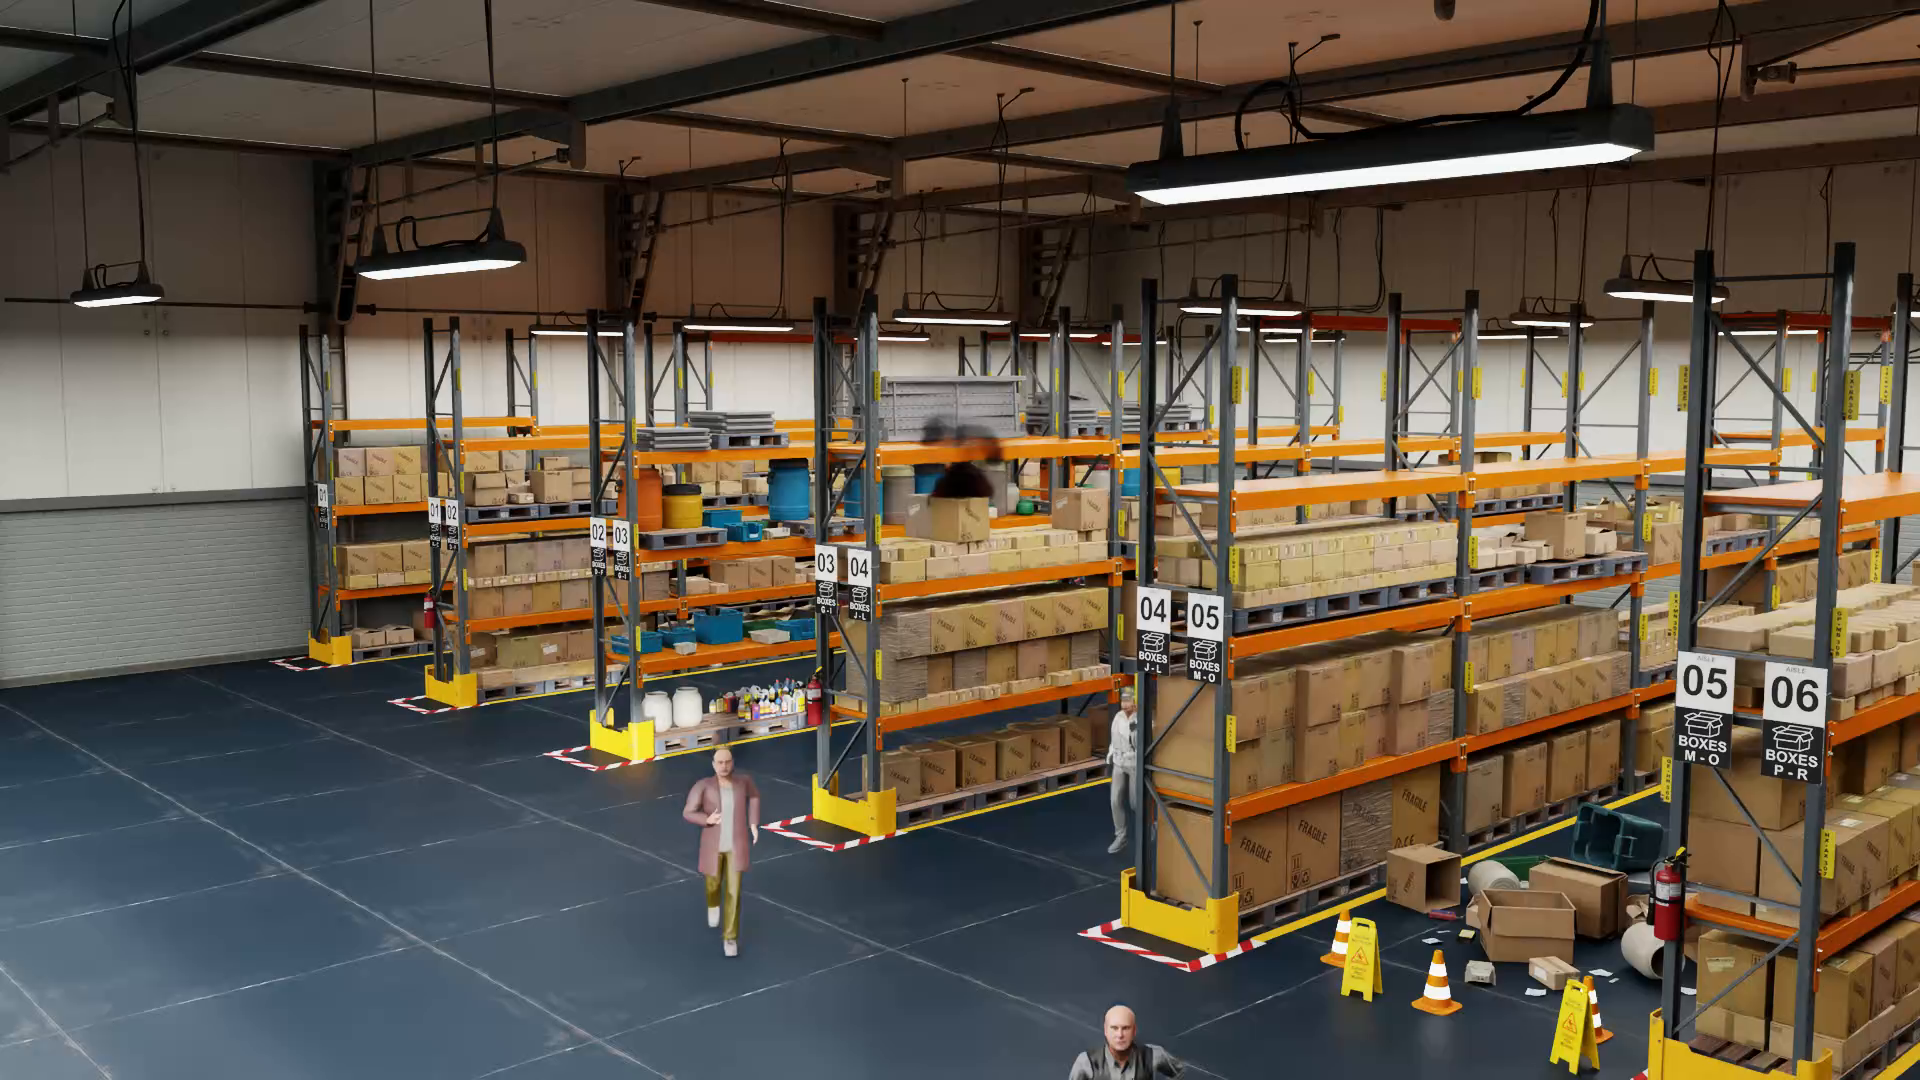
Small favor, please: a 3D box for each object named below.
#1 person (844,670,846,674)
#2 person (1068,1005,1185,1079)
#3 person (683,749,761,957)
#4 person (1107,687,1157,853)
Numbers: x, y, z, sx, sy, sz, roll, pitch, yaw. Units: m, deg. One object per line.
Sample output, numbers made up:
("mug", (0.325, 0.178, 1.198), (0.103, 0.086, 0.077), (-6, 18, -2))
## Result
("person", (-1.659, 1.435, 28.633), (0.605, 1.637, 0.936), (4, 7, 37))
("person", (0.890, 3.330, 9.146), (0.687, 1.629, 0.845), (1, 6, 6))
("person", (-2.135, 2.747, 14.995), (0.713, 1.767, 1.001), (-1, 6, -12))
("person", (1.758, 2.344, 17.148), (0.623, 1.711, 0.723), (5, 8, 40))
